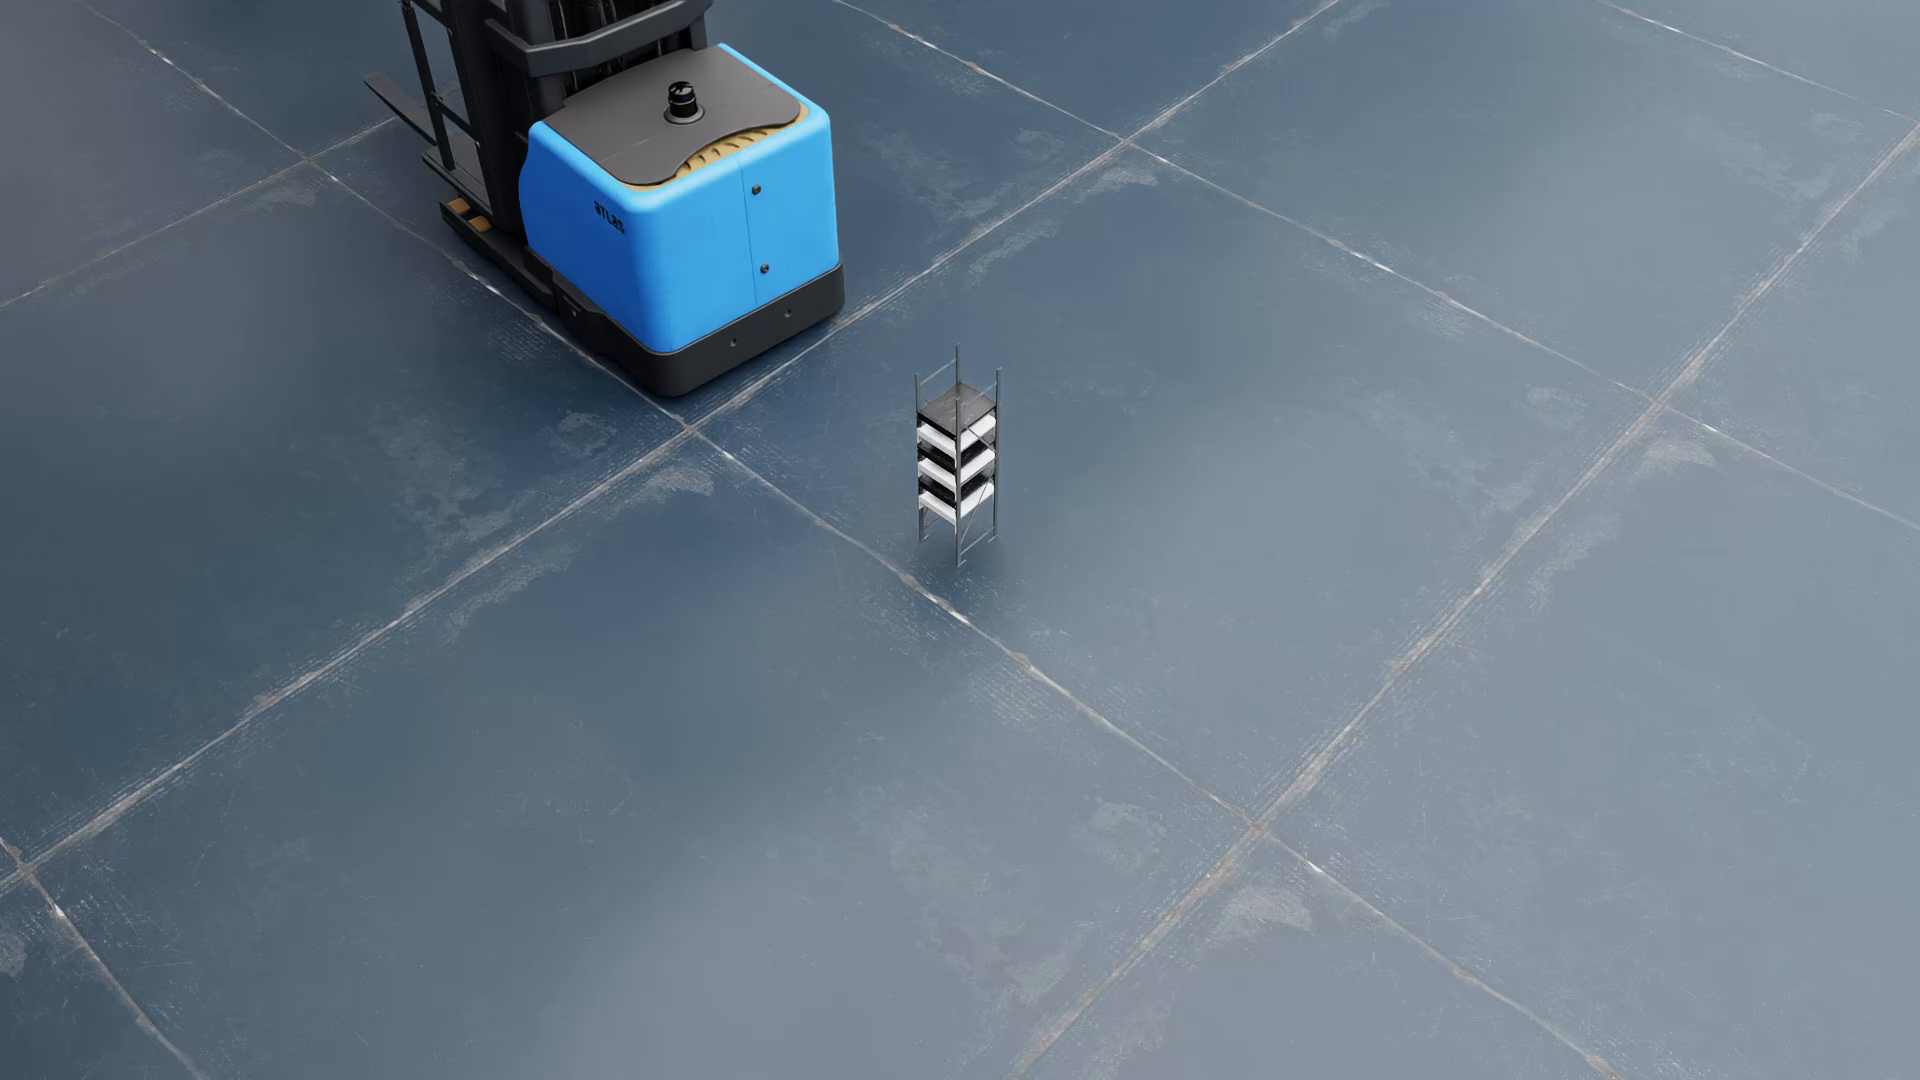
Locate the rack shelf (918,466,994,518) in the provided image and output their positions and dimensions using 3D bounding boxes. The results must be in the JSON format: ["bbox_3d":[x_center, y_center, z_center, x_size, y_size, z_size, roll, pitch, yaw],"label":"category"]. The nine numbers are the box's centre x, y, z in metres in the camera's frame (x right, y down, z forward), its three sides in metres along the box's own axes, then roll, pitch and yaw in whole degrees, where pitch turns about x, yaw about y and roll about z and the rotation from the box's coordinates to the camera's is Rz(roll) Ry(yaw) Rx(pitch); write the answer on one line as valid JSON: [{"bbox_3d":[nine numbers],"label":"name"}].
[{"bbox_3d":[-0.006,-0.228,6.516,0.200,0.077,0.258,34,55,28],"label":"rack shelf"}]

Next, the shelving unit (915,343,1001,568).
[{"bbox_3d":[-0.006,-0.312,6.426,0.210,0.900,0.258,34,55,28],"label":"shelving unit"}]

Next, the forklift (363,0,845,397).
[{"bbox_3d":[-1.884,-2.624,7.203,1.130,2.935,3.031,-33,55,-27],"label":"forklift"}]

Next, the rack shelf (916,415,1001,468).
[{"bbox_3d":[-0.006,-0.412,6.319,0.200,0.077,0.258,34,55,28],"label":"rack shelf"}]

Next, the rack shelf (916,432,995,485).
[{"bbox_3d":[-0.006,-0.351,6.384,0.200,0.077,0.258,34,55,28],"label":"rack shelf"}]

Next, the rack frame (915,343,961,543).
[{"bbox_3d":[-0.081,-0.362,6.473,0.006,0.900,0.240,34,55,28],"label":"rack frame"}]

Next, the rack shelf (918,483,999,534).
[{"bbox_3d":[-0.006,-0.166,6.581,0.200,0.077,0.258,34,55,28],"label":"rack shelf"}]

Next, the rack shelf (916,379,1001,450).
[{"bbox_3d":[-0.006,-0.474,6.253,0.200,0.077,0.258,34,55,28],"label":"rack shelf"}]

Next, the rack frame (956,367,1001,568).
[{"bbox_3d":[0.069,-0.262,6.379,0.006,0.900,0.240,34,55,28],"label":"rack frame"}]

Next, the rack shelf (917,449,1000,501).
[{"bbox_3d":[-0.006,-0.289,6.450,0.200,0.077,0.258,34,55,28],"label":"rack shelf"}]
